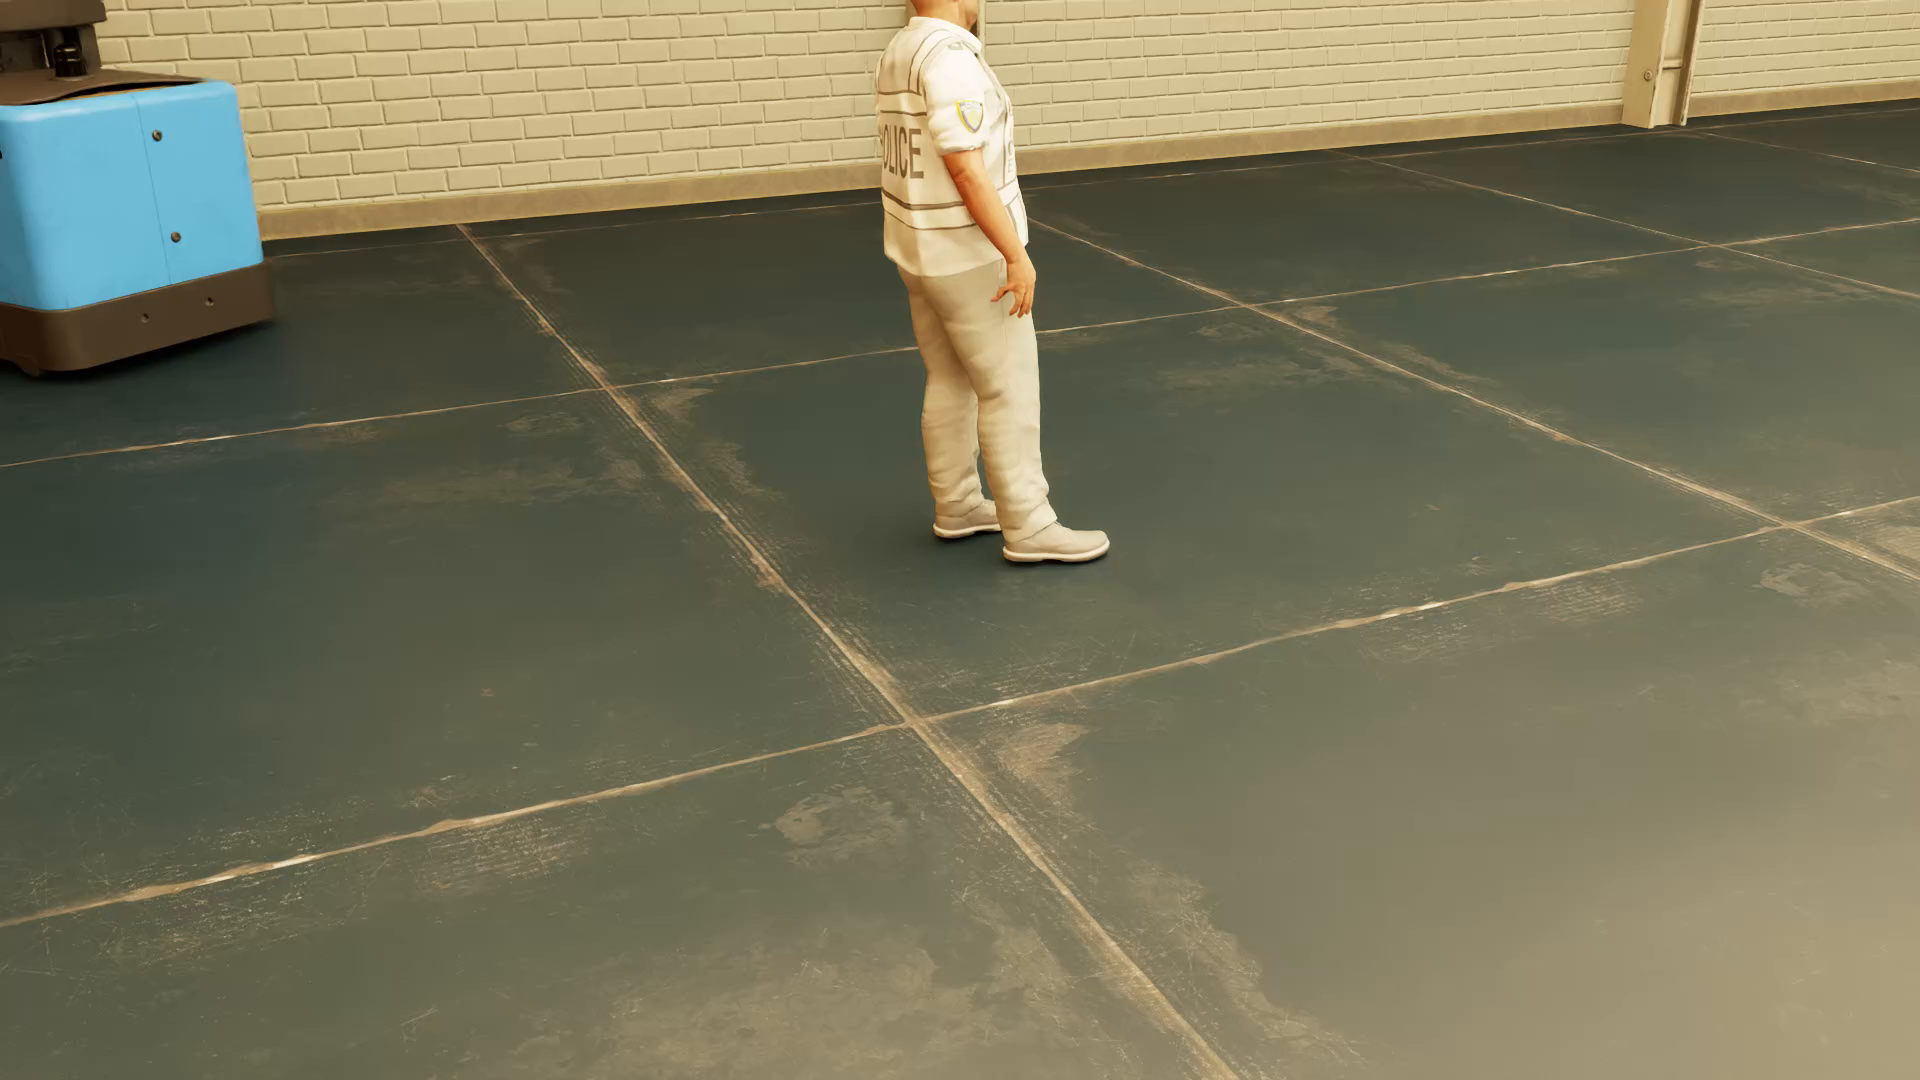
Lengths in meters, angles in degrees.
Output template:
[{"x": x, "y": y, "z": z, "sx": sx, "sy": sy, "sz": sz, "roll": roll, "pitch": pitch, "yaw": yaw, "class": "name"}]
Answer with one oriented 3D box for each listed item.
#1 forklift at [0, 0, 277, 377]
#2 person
[{"x": -4.531, "y": -2.396, "z": 7.053, "sx": 3.031, "sy": 2.935, "sz": 1.130, "roll": 12, "pitch": 26, "yaw": 27, "class": "forklift"}, {"x": 0.075, "y": -0.836, "z": 4.783, "sx": 0.575, "sy": 1.777, "sz": 0.640, "roll": -10, "pitch": 25, "yaw": -23, "class": "person"}]
